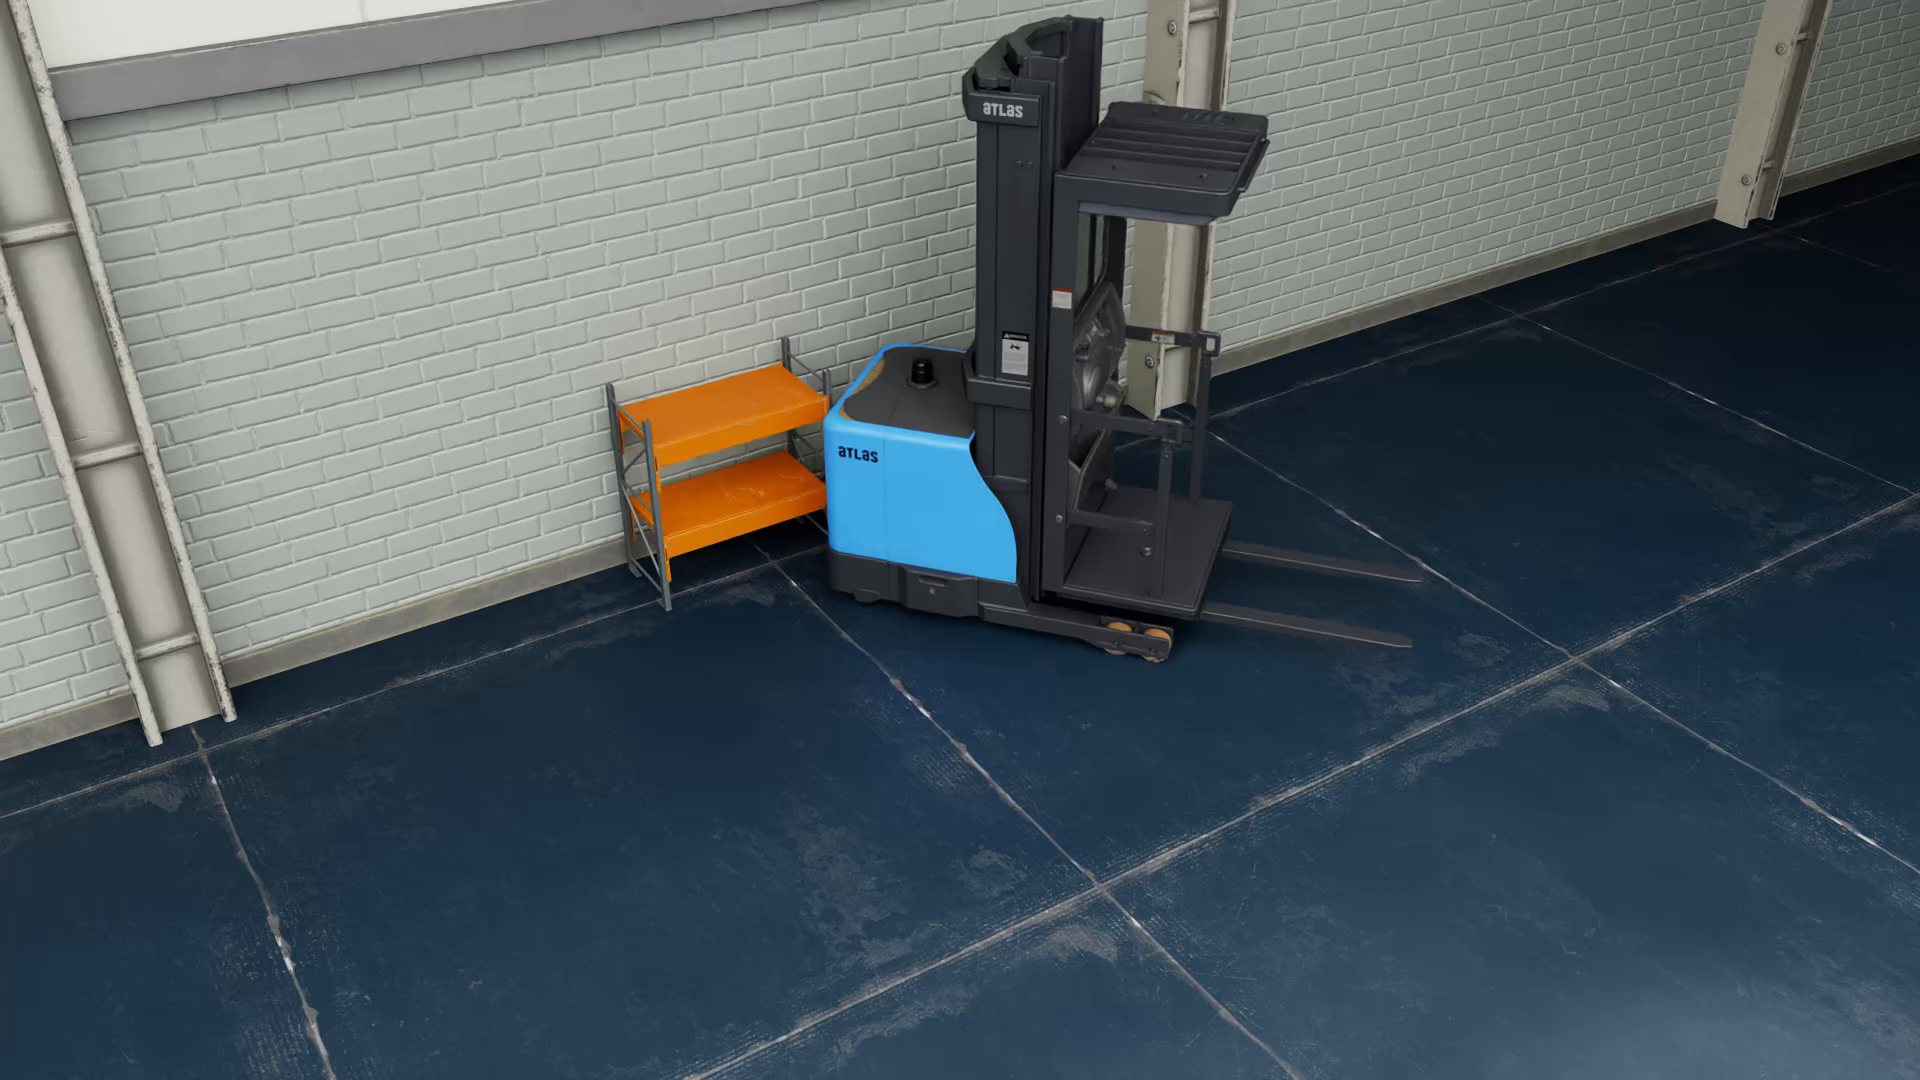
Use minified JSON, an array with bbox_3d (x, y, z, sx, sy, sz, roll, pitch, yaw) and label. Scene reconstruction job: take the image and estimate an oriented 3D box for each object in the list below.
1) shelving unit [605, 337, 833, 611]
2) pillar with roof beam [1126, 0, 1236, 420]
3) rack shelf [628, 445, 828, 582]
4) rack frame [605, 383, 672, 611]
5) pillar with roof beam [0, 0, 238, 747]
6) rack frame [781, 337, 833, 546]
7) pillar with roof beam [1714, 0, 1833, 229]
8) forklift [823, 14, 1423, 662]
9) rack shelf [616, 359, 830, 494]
[{"bbox_3d":[-1.246,-0.363,8.893,1.048,1.125,0.538,-19,37,-28],"label":"shelving unit"},{"bbox_3d":[3.648,-2.761,5.315,0.400,9.000,9.100,-19,37,-27],"label":"pillar with roof beam"},{"bbox_3d":[-1.246,-0.156,9.023,1.000,0.278,0.538,-19,37,-28],"label":"rack shelf"},{"bbox_3d":[-1.672,-0.215,8.658,0.032,1.125,0.500,-19,37,-28],"label":"rack frame"},{"bbox_3d":[-1.395,-1.027,2.565,0.400,9.000,9.100,-19,37,-27],"label":"pillar with roof beam"},{"bbox_3d":[-0.820,-0.511,9.127,0.032,1.125,0.500,-19,37,-28],"label":"rack frame"},{"bbox_3d":[8.691,-4.496,8.064,0.400,9.000,9.100,-19,37,-27],"label":"pillar with roof beam"},{"bbox_3d":[0.869,-0.943,8.119,3.031,2.935,1.130,10,34,15],"label":"forklift"},{"bbox_3d":[-1.246,-0.610,8.736,1.000,0.278,0.538,-19,37,-28],"label":"rack shelf"}]
